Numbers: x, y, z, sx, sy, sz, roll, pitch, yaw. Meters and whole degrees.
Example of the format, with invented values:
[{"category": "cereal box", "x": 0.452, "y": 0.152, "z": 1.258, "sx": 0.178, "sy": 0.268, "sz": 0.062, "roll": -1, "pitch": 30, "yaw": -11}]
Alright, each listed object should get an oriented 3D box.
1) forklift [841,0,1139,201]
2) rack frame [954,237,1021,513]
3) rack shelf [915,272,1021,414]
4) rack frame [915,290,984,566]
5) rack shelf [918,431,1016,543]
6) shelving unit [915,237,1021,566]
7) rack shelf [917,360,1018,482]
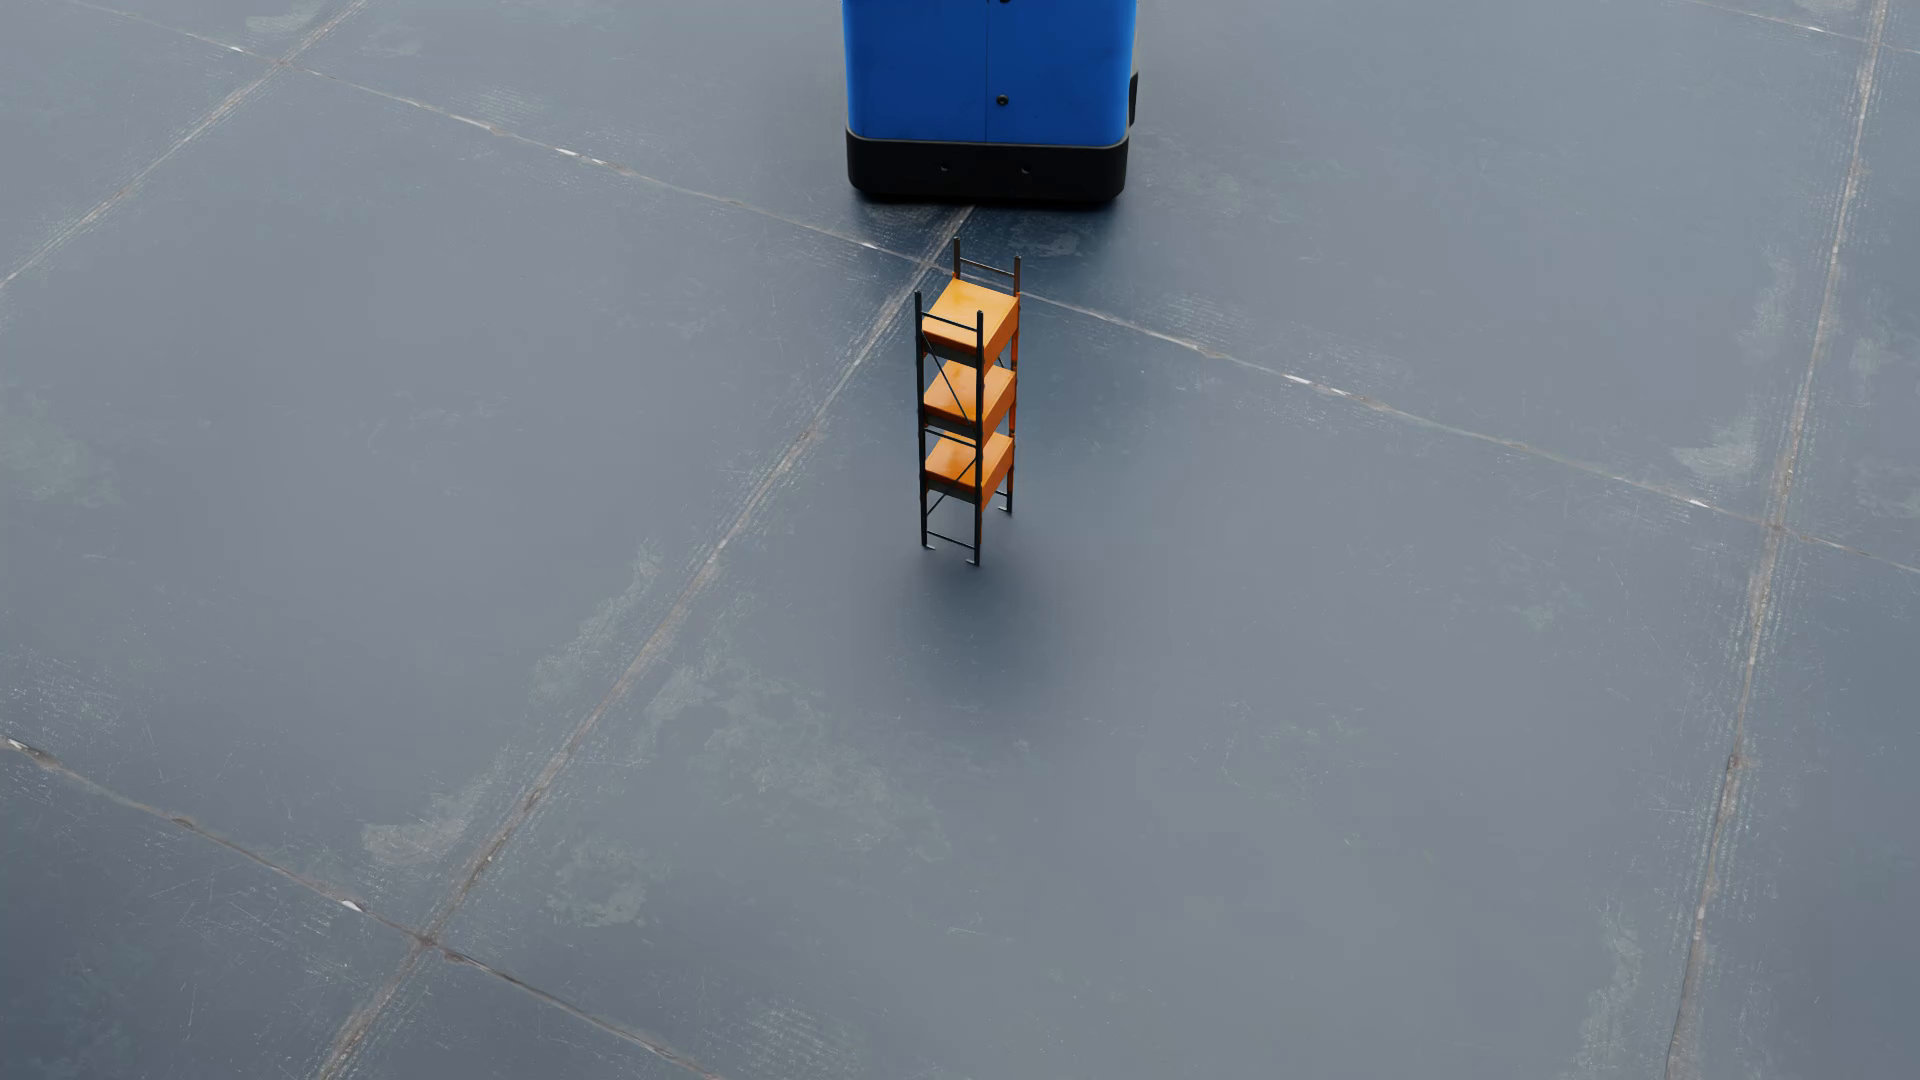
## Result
[{"category": "forklift", "x": 0.180, "y": -3.343, "z": 6.170, "sx": 1.130, "sy": 2.935, "sz": 3.031, "roll": 2, "pitch": 50, "yaw": 2}, {"category": "rack frame", "x": 0.075, "y": -0.461, "z": 4.953, "sx": 0.200, "sy": 1.050, "sz": 0.008, "roll": 20, "pitch": 52, "yaw": 16}, {"category": "rack shelf", "x": 0.023, "y": -0.554, "z": 4.673, "sx": 0.215, "sy": 0.259, "sz": 0.240, "roll": 20, "pitch": 52, "yaw": 16}, {"category": "rack frame", "x": -0.029, "y": -0.293, "z": 4.810, "sx": 0.200, "sy": 1.050, "sz": 0.008, "roll": 20, "pitch": 52, "yaw": 16}, {"category": "rack shelf", "x": 0.023, "y": -0.190, "z": 5.101, "sx": 0.215, "sy": 0.259, "sz": 0.240, "roll": 20, "pitch": 52, "yaw": 16}, {"category": "shelving unit", "x": 0.023, "y": -0.377, "z": 4.882, "sx": 0.215, "sy": 1.050, "sz": 0.252, "roll": 20, "pitch": 52, "yaw": 16}, {"category": "rack shelf", "x": 0.023, "y": -0.370, "z": 4.890, "sx": 0.215, "sy": 0.259, "sz": 0.240, "roll": 20, "pitch": 52, "yaw": 16}]
